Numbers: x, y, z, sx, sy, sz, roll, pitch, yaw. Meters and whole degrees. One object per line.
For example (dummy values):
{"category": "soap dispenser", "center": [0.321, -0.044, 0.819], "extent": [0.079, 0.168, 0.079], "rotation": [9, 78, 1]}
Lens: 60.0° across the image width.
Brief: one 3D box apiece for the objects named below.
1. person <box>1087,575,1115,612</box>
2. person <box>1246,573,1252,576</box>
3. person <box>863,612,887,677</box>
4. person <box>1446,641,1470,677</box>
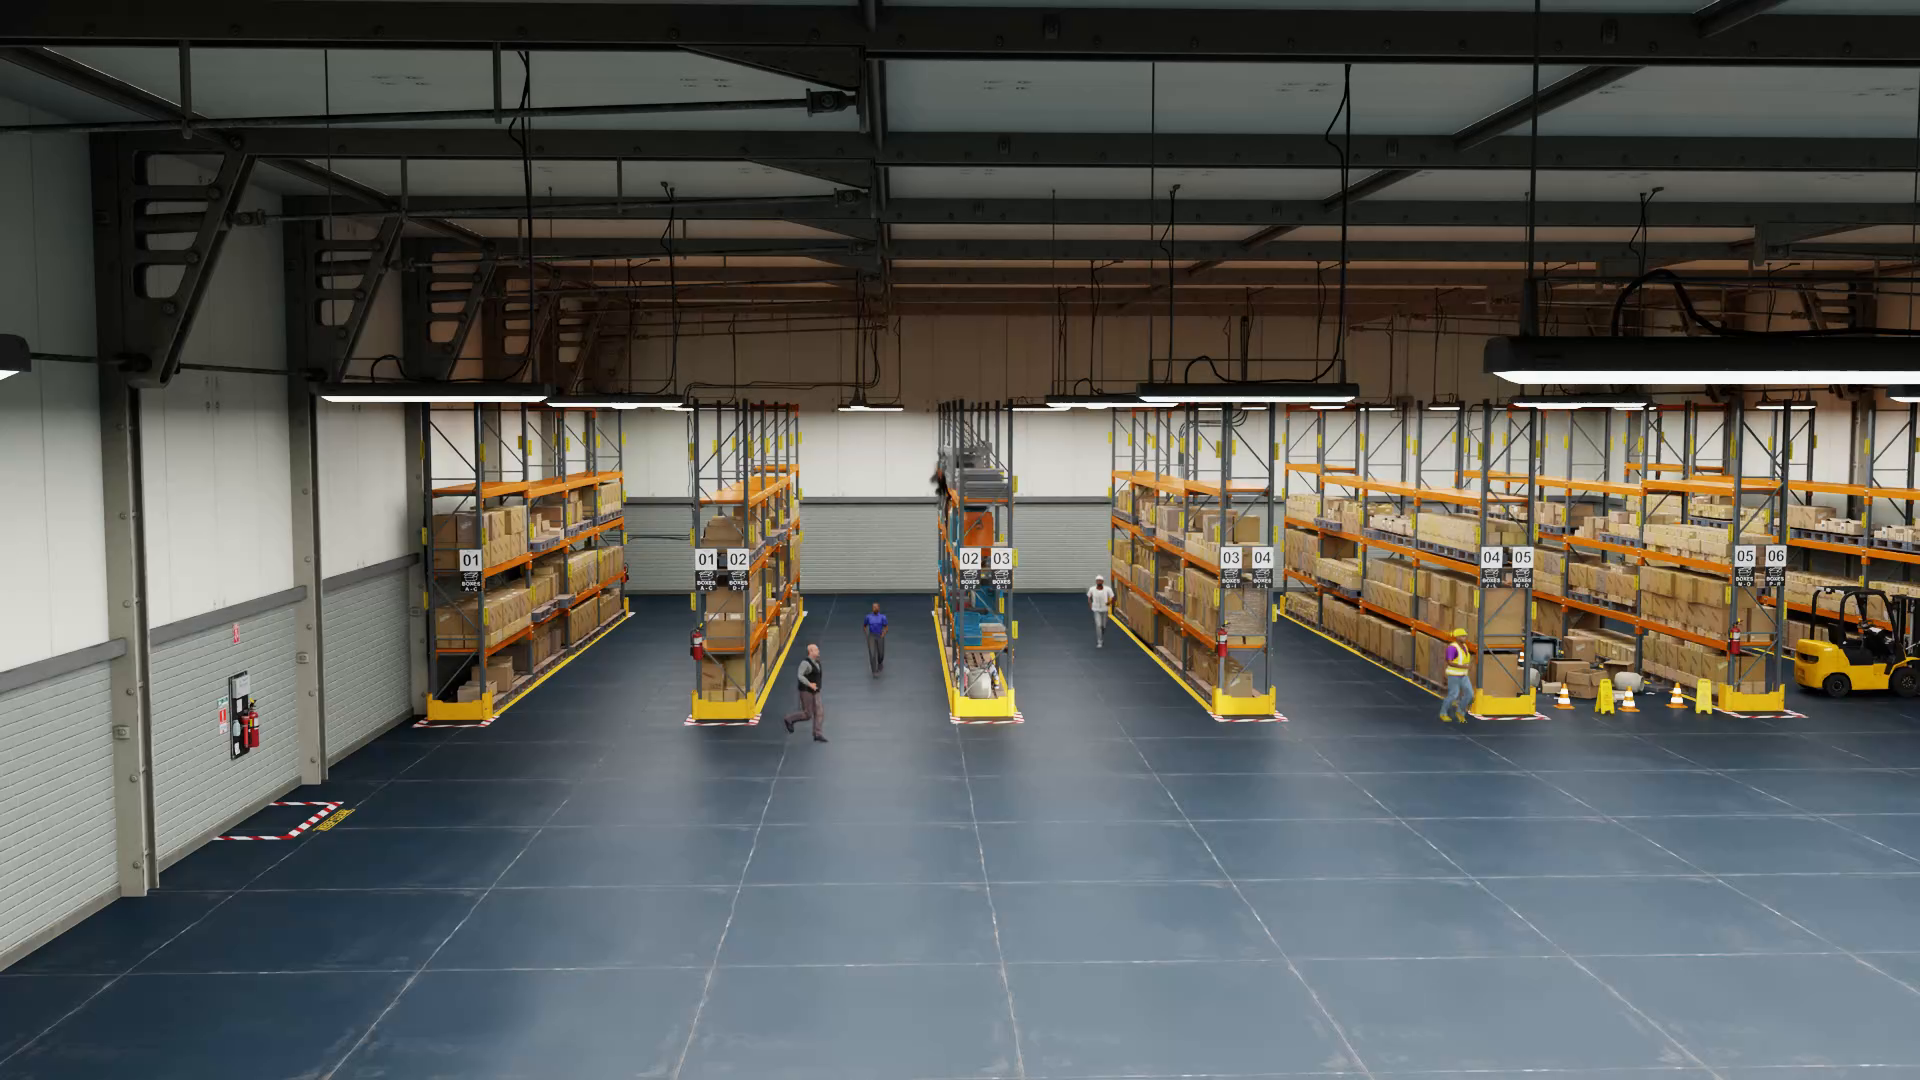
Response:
{"category": "person", "center": [3.462, 1.321, 40.841], "extent": [0.679, 0.909, 0.527], "rotation": [0, 4, 3]}
{"category": "person", "center": [8.025, 1.437, 46.792], "extent": [0.698, 1.501, 0.648], "rotation": [1, 4, 12]}
{"category": "person", "center": [-1.850, 2.277, 36.328], "extent": [0.541, 1.374, 0.598], "rotation": [0, 4, -2]}
{"category": "person", "center": [9.187, 2.188, 30.737], "extent": [0.681, 0.641, 0.428], "rotation": [-3, 5, -37]}
